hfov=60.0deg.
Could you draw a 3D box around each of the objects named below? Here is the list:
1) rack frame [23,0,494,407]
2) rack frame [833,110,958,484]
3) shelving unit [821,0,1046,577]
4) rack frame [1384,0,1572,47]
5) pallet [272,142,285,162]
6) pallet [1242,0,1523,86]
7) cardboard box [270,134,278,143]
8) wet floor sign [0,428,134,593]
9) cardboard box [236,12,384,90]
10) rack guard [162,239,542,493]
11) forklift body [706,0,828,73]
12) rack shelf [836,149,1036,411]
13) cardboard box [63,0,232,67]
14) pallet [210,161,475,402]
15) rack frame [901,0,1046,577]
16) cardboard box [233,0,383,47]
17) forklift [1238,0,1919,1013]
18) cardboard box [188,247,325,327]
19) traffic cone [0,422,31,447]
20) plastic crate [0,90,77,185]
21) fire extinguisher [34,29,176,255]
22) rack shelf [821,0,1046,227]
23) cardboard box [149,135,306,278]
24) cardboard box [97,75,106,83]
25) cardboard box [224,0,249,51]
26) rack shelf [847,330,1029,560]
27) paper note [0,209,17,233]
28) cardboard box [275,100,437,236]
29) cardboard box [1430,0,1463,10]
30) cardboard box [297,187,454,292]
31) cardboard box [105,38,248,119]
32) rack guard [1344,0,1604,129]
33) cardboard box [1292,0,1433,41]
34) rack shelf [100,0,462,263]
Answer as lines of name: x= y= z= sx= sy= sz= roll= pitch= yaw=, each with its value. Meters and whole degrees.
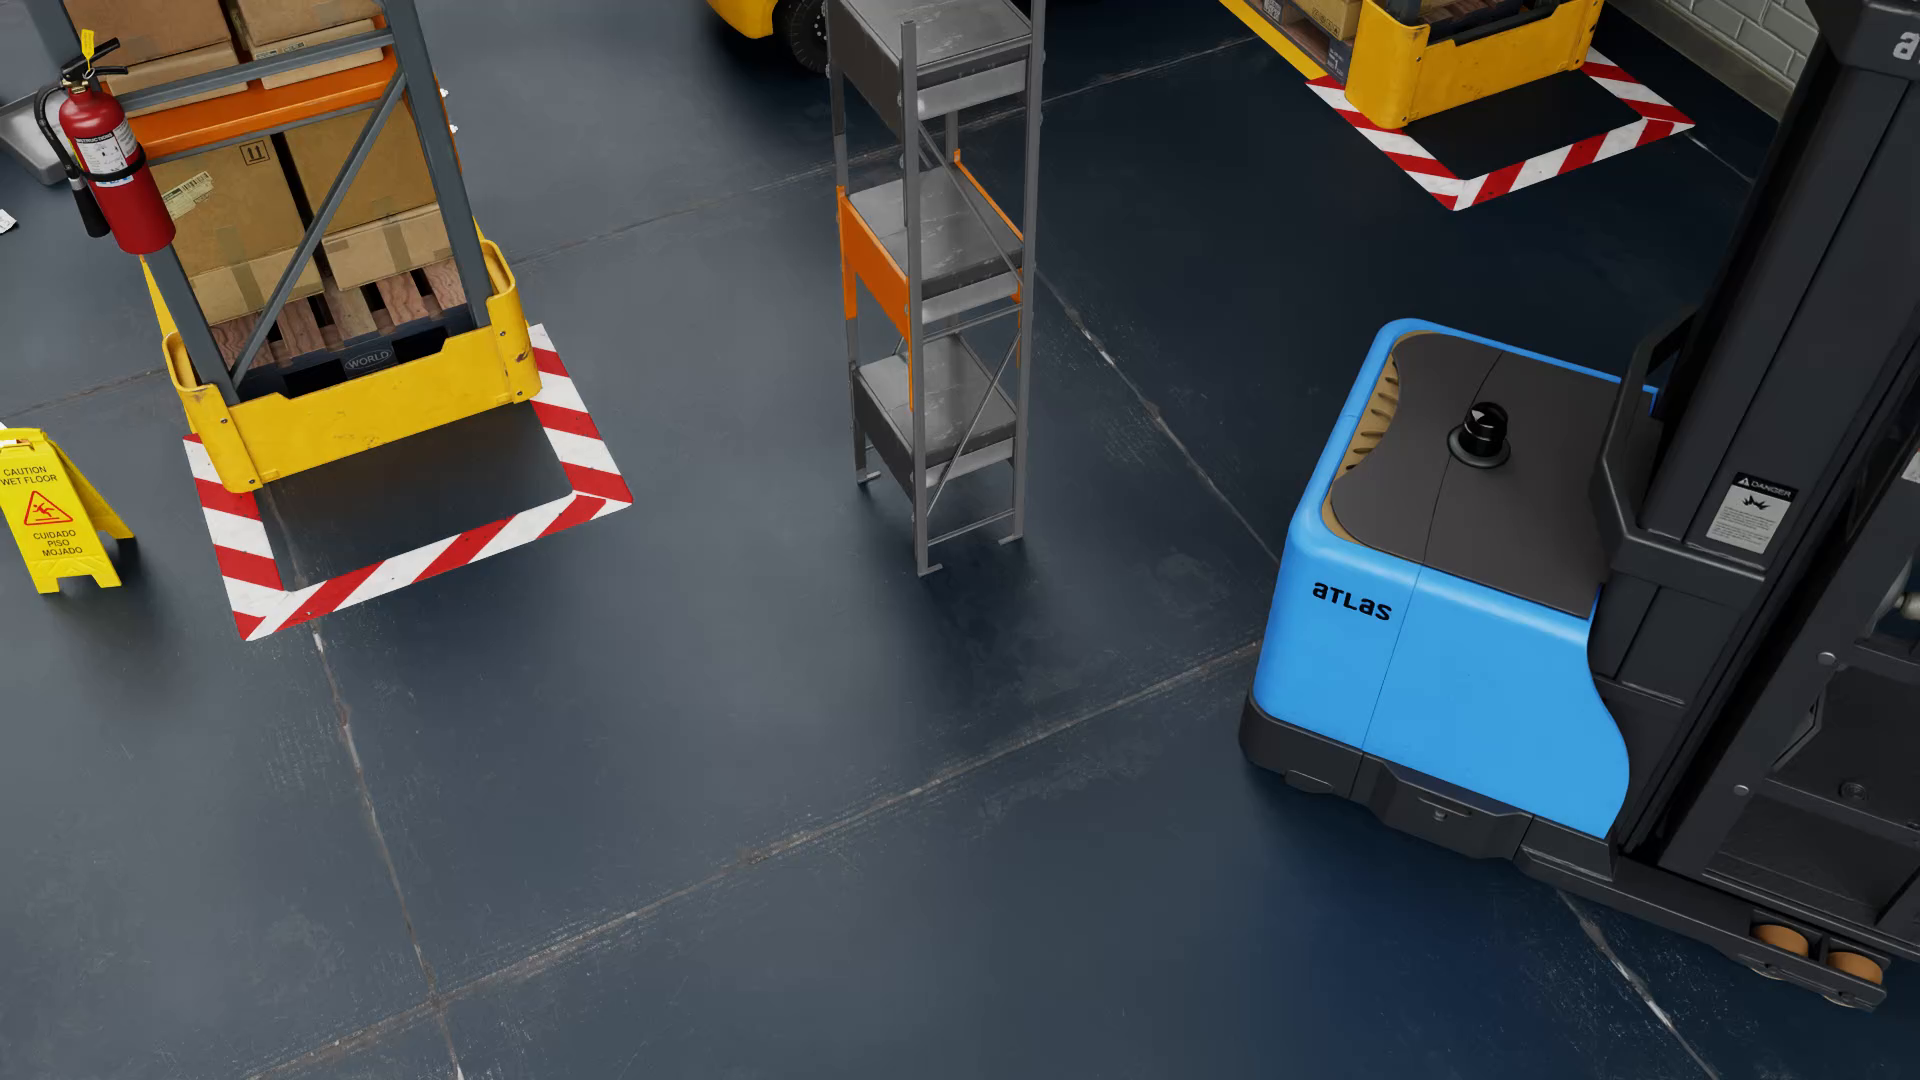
rack frame: x=-2.114 y=-1.401 z=4.983 sx=1.000 sy=3.000 sz=0.127 roll=-21 pitch=52 yaw=-18
rack frame: x=-0.187 y=-0.965 z=5.199 sx=0.400 sy=2.100 sz=0.015 roll=-21 pitch=52 yaw=-18
shelving unit: x=-0.076 y=-0.802 z=5.057 sx=0.431 sy=2.100 sz=0.503 roll=-21 pitch=52 yaw=-18
rack frame: x=2.298 y=-3.113 z=6.480 sx=1.000 sy=3.000 sz=0.127 roll=-21 pitch=52 yaw=-18
pallet: x=-3.043 y=-1.905 z=7.276 sx=1.003 sy=0.211 sz=1.213 roll=-21 pitch=52 yaw=-18
pallet: x=1.911 y=-2.693 z=7.965 sx=1.003 sy=0.211 sz=1.213 roll=-21 pitch=52 yaw=-18
cardboard box: x=-2.725 y=-1.974 z=7.032 sx=0.500 sy=0.250 sz=0.500 roll=-18 pitch=51 yaw=-15
wet floor sign: x=-2.978 y=-0.130 z=5.435 sx=0.267 sy=0.644 sz=0.232 roll=-5 pitch=49 yaw=-5
cardboard box: x=-2.085 y=-1.617 z=5.338 sx=0.380 sy=0.149 sz=0.250 roll=-21 pitch=52 yaw=-17
rack guard: x=-2.149 y=-0.629 z=5.968 sx=1.175 sy=0.500 sz=0.348 roll=-21 pitch=52 yaw=-18
forklift body: x=-0.192 y=-3.475 z=7.360 sx=2.313 sy=2.155 sz=1.214 roll=-21 pitch=52 yaw=-18
rack shelf: x=-0.076 y=-0.793 z=5.067 sx=0.431 sy=0.518 sz=0.480 roll=-21 pitch=52 yaw=-18
cardboard box: x=-2.607 y=-1.800 z=5.068 sx=0.500 sy=0.500 sz=0.500 roll=-22 pitch=52 yaw=-18
pallet: x=-2.489 y=-1.090 z=6.563 sx=1.003 sy=0.211 sz=1.213 roll=-21 pitch=52 yaw=-18
rack frame: x=0.036 y=-0.639 z=4.914 sx=0.400 sy=2.100 sz=0.015 roll=-21 pitch=52 yaw=-18
cardboard box: x=-2.084 y=-1.944 z=5.194 sx=0.500 sy=0.500 sz=0.500 roll=-22 pitch=52 yaw=-18
forklift: x=2.414 y=-0.131 z=3.918 sx=3.031 sy=2.935 sz=1.130 roll=20 pitch=52 yaw=16
cardboard box: x=-2.734 y=-1.098 z=6.266 sx=0.500 sy=0.250 sz=0.500 roll=-21 pitch=52 yaw=-18
traffic cone: x=-3.458 y=-0.409 z=5.801 sx=0.336 sy=0.463 sz=0.334 roll=-21 pitch=52 yaw=-18
plastic crate: x=-3.955 y=-1.784 z=7.257 sx=0.583 sy=0.080 sz=0.402 roll=35 pitch=57 yaw=27
fire extinguisher: x=-2.471 y=-1.140 z=4.806 sx=0.296 sy=0.674 sz=0.183 roll=-21 pitch=52 yaw=-18
rack shelf: x=-0.076 y=-1.254 z=4.540 sx=0.431 sy=0.518 sz=0.480 roll=-21 pitch=52 yaw=-18
cardboard box: x=-2.712 y=-1.327 z=5.968 sx=0.500 sy=0.500 sz=0.500 roll=-21 pitch=52 yaw=-17
cardboard box: x=-2.690 y=-1.626 z=5.346 sx=0.380 sy=0.149 sz=0.250 roll=-22 pitch=52 yaw=-18
cardboard box: x=-2.214 y=-1.781 z=5.482 sx=0.380 sy=0.149 sz=0.250 roll=-20 pitch=52 yaw=-17
rack shelf: x=-0.076 y=-0.332 z=5.594 sx=0.431 sy=0.518 sz=0.480 roll=-21 pitch=52 yaw=-18
paper note: x=-3.997 y=-1.311 z=6.877 sx=0.148 sy=0.019 sz=0.142 roll=35 pitch=57 yaw=27
cardboard box: x=-2.249 y=-1.532 z=6.146 sx=0.500 sy=0.500 sz=0.500 roll=-23 pitch=53 yaw=-19
cardboard box: x=2.247 y=-2.742 z=7.703 sx=0.500 sy=0.250 sz=0.500 roll=-21 pitch=52 yaw=-17
cardboard box: x=-2.237 y=-1.269 z=6.415 sx=0.500 sy=0.250 sz=0.500 roll=-22 pitch=52 yaw=-18
cardboard box: x=-2.475 y=-1.495 z=5.232 sx=0.380 sy=0.149 sz=0.250 roll=-20 pitch=52 yaw=-16
rack guard: x=2.309 y=-2.274 z=7.407 sx=1.175 sy=0.500 sz=0.348 roll=-21 pitch=52 yaw=-18
cardboard box: x=1.802 y=-2.552 z=7.537 sx=0.500 sy=0.250 sz=0.500 roll=-21 pitch=52 yaw=-17
rack shelf: x=-3.029 y=-2.503 z=6.424 sx=1.077 sy=0.370 sz=4.000 roll=-21 pitch=52 yaw=-18
